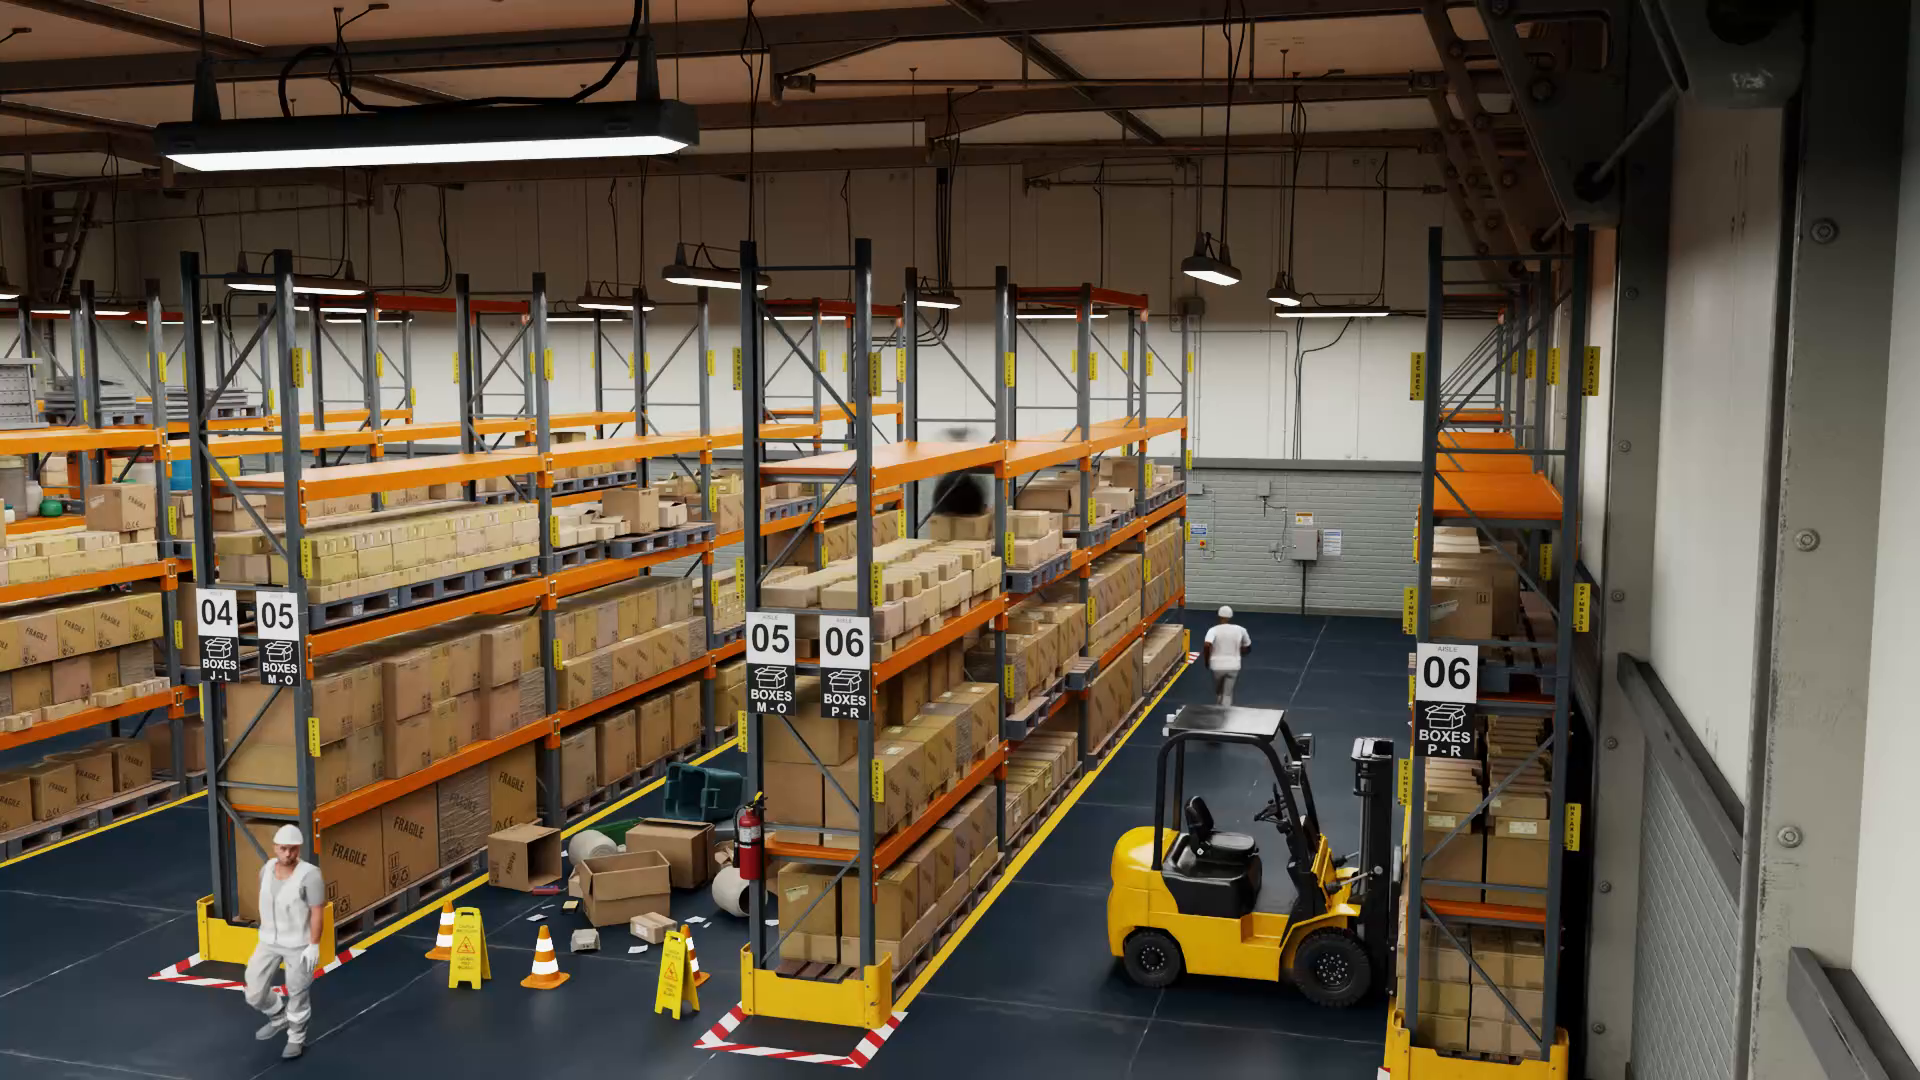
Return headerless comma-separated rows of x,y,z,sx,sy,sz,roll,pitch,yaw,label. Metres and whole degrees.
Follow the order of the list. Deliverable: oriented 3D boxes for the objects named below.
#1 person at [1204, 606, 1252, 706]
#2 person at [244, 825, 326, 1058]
3.632,1.783,22.526,0.654,1.742,0.836,1,6,5,person
-4.924,2.922,12.136,0.674,1.759,0.485,1,6,8,person
